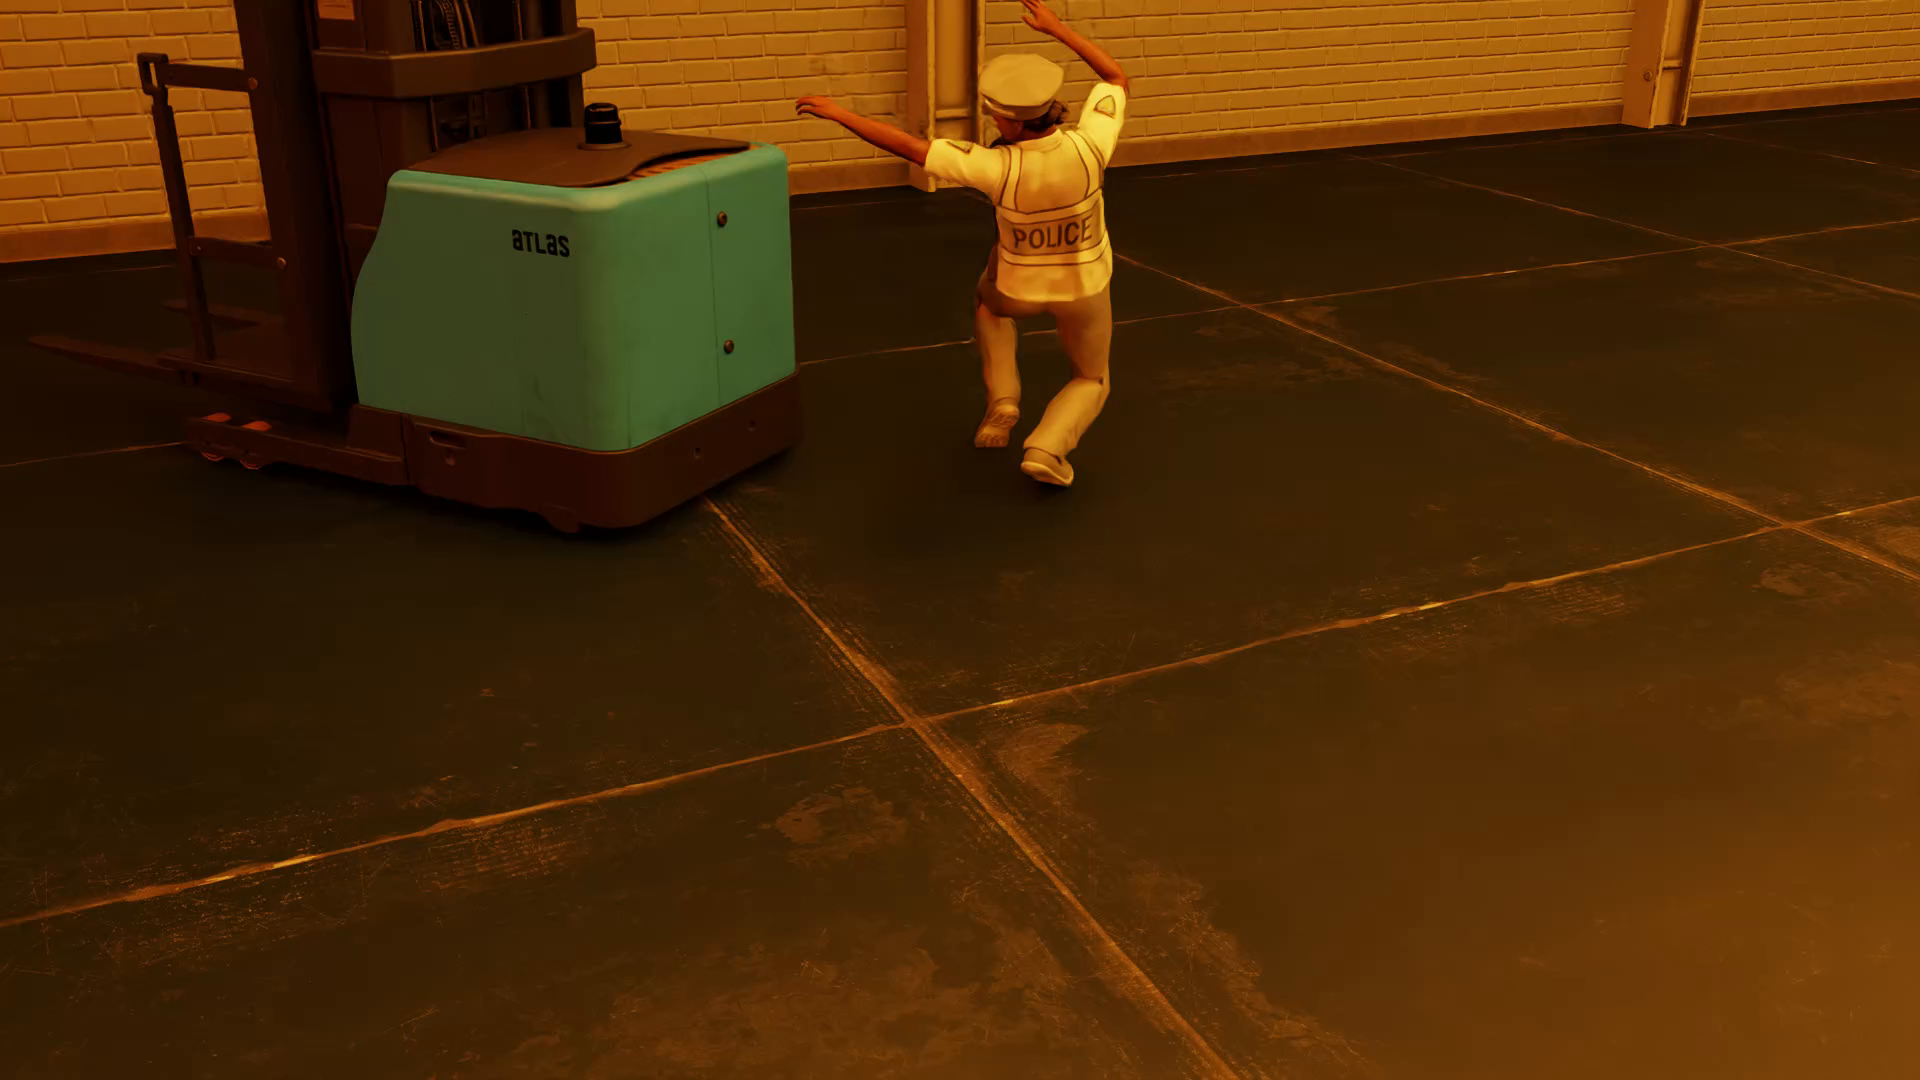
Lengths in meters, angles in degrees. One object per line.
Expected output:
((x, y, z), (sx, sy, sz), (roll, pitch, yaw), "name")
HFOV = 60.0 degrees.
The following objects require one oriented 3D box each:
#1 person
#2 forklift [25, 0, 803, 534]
((0.017, -0.955, 5.437), (1.017, 1.567, 0.823), (2, 23, 5), "person")
((-2.093, -1.757, 5.515), (3.031, 2.935, 1.130), (11, 25, 26), "forklift")
